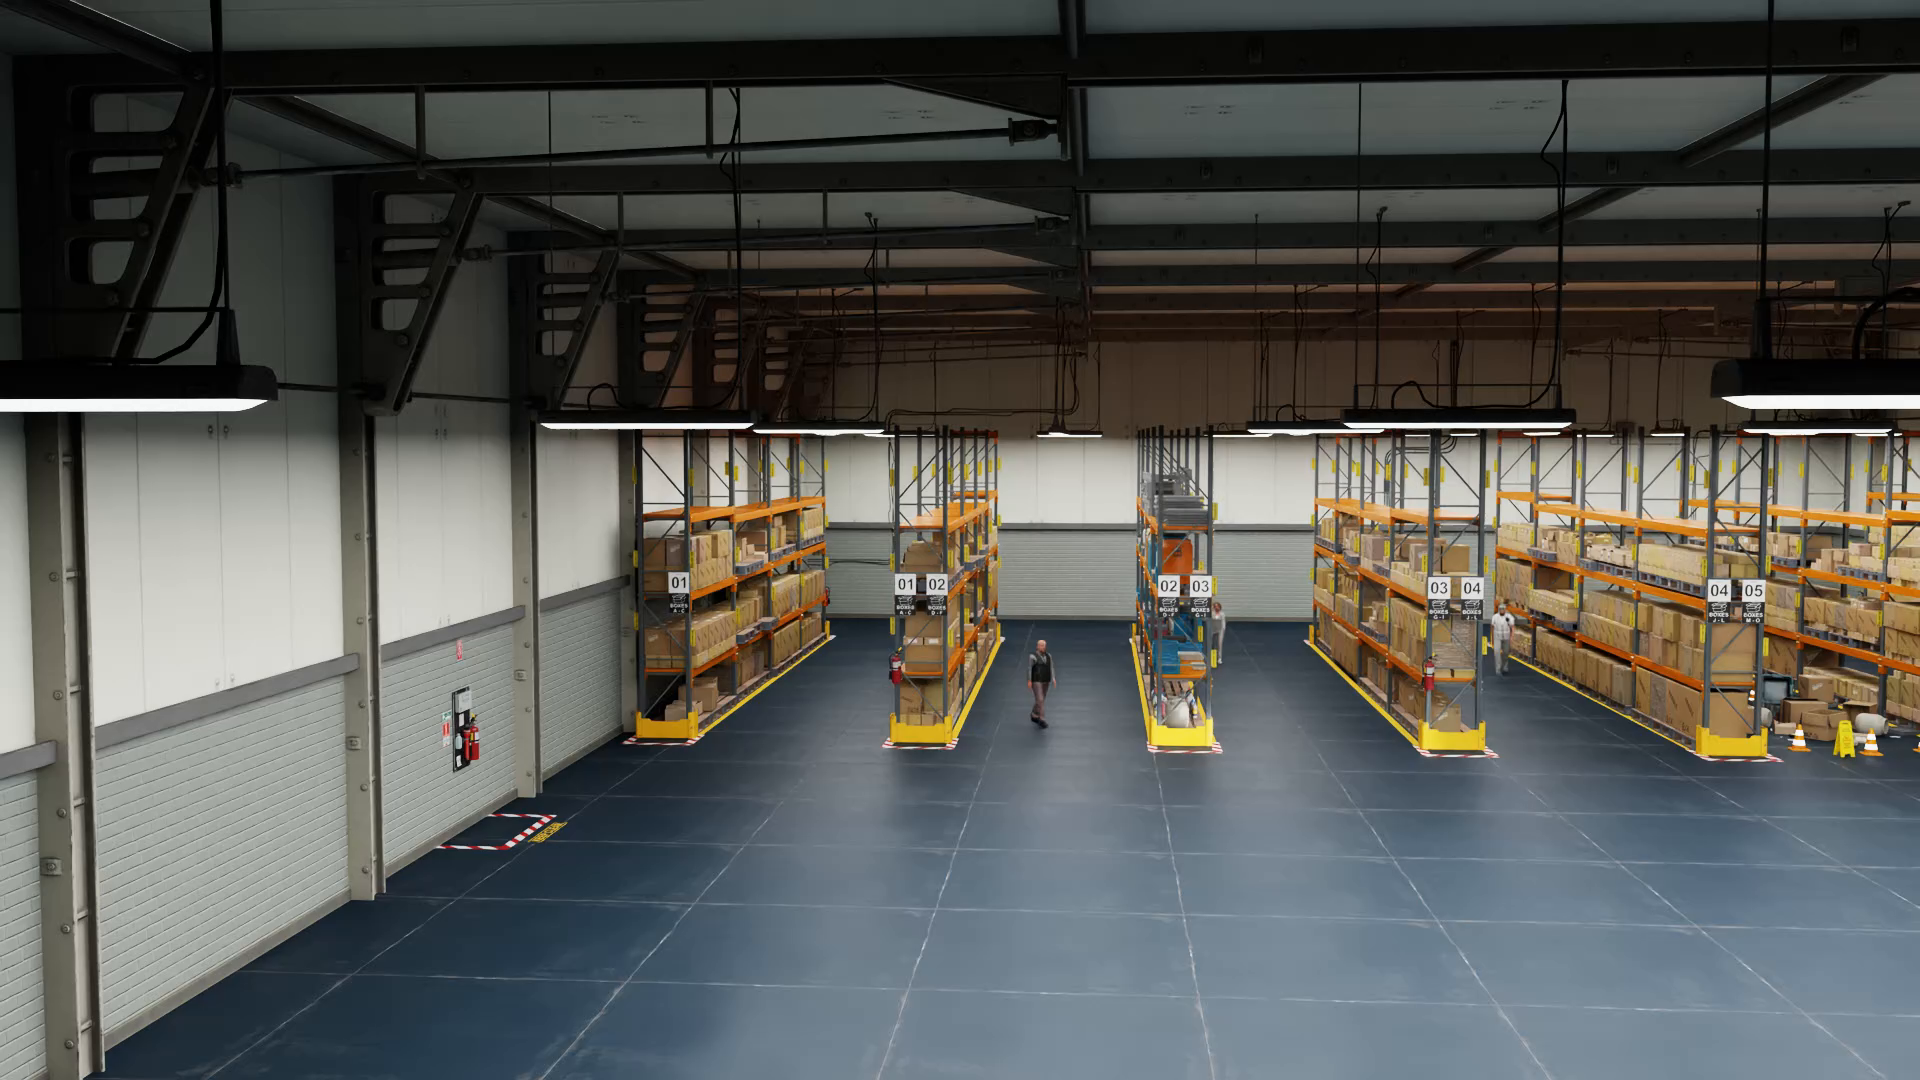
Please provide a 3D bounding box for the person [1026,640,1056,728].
[{"bbox_3d":[1.655,2.855,33.281,0.571,1.691,0.831,-3,4,-39],"label":"person"}]

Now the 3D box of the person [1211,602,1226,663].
[{"bbox_3d":[6.599,2.357,42.782,0.470,1.544,0.939,0,3,3],"label":"person"}]

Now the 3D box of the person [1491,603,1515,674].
[{"bbox_3d":[13.295,2.395,40.702,0.542,1.706,1.008,1,4,16],"label":"person"}]
